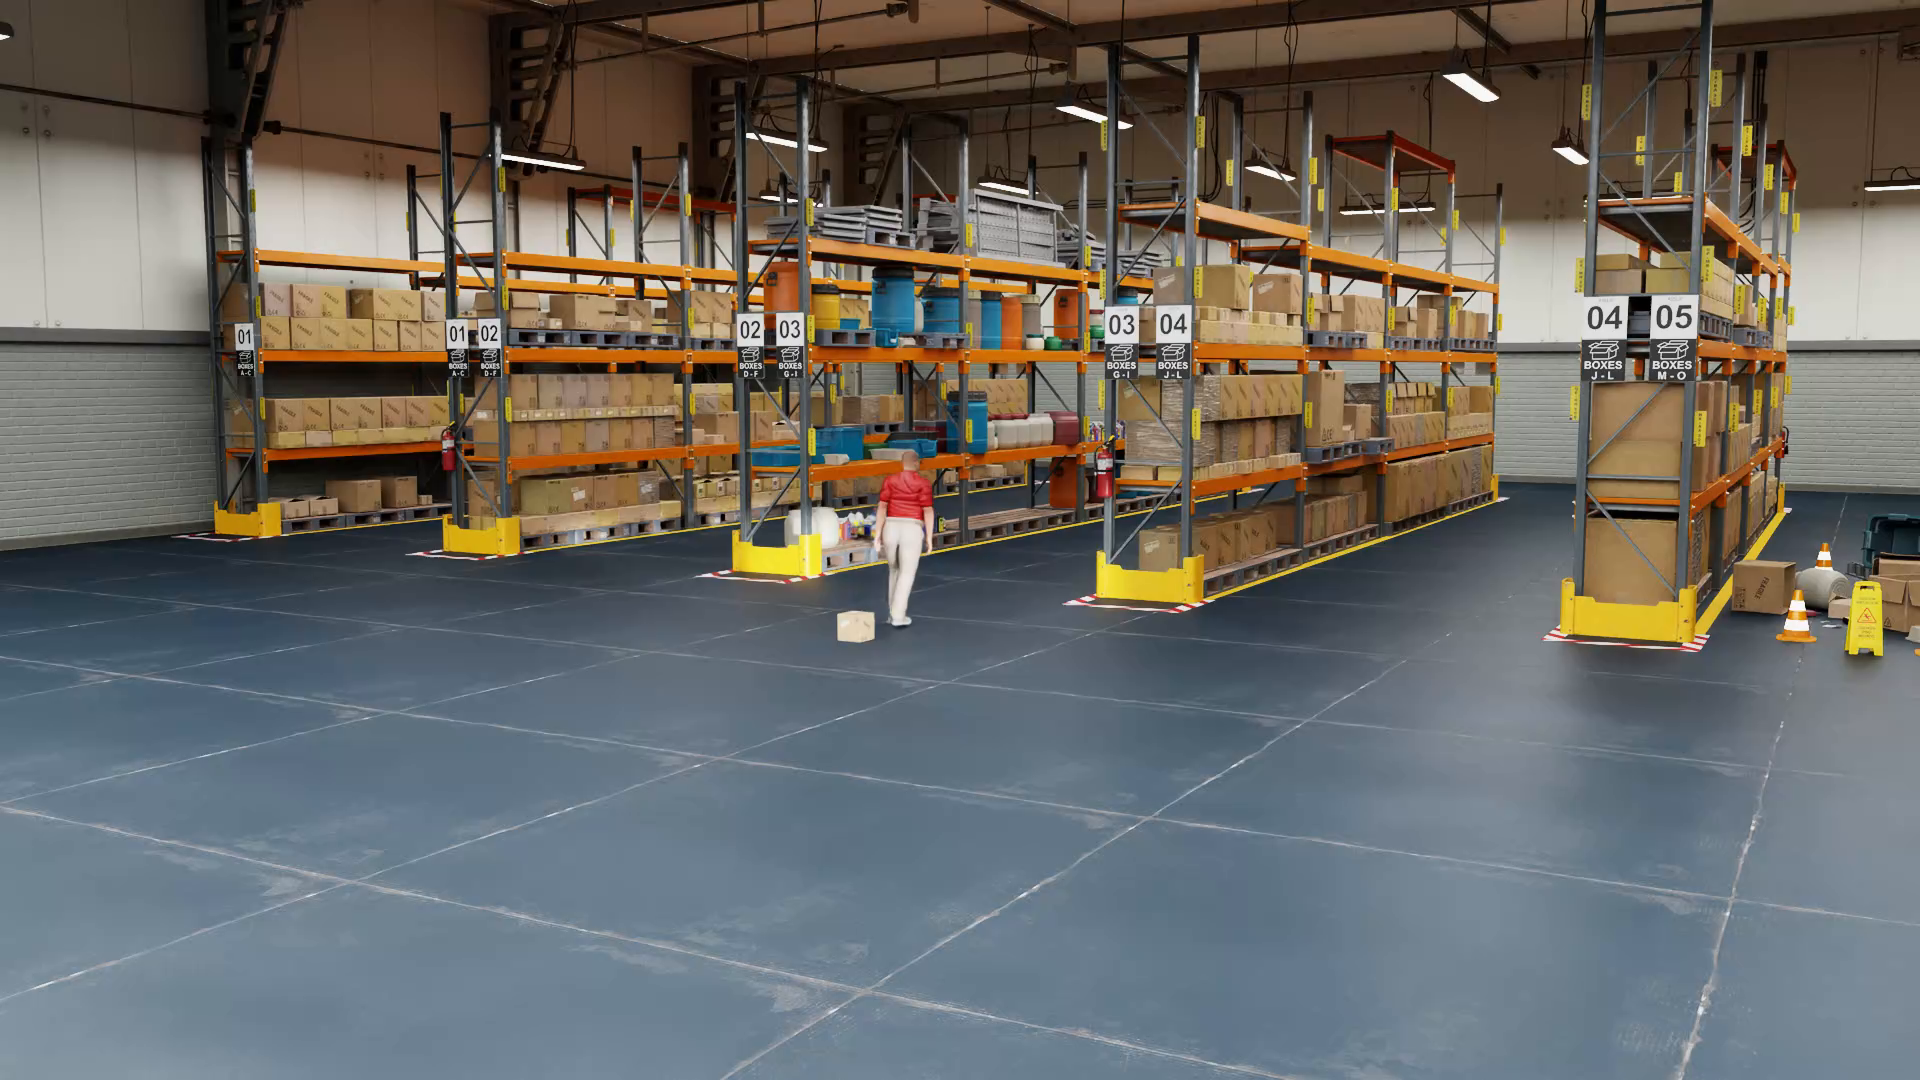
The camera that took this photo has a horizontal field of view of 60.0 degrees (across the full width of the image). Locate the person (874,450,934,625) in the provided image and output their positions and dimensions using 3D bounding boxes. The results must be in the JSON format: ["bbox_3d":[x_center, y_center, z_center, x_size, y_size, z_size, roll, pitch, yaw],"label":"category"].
[{"bbox_3d":[-0.552,0.016,16.306,0.568,1.788,0.509,2,6,22],"label":"person"}]
